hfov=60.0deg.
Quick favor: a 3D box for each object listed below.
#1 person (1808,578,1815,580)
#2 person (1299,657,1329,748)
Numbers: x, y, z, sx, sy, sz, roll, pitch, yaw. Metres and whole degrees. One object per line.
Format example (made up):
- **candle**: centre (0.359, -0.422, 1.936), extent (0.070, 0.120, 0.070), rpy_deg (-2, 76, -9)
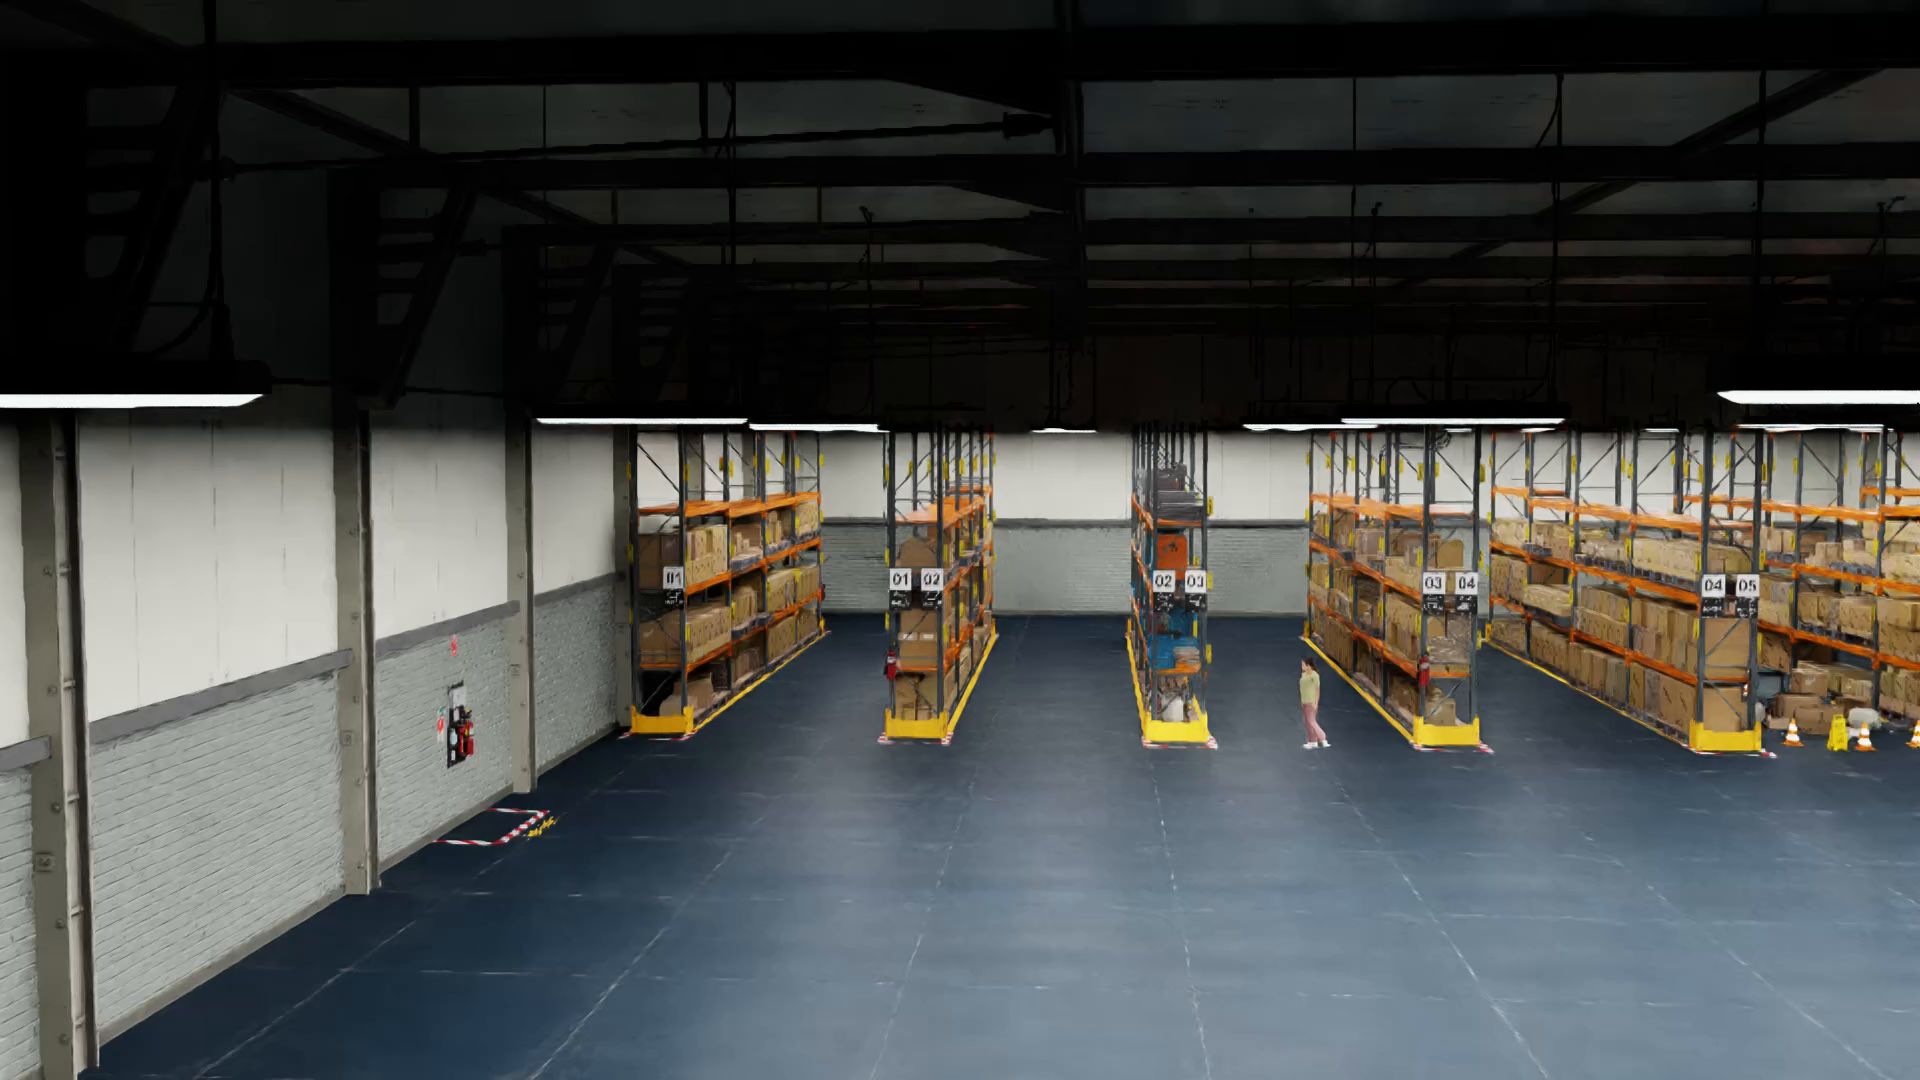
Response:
- **person**: centre (23.542, 1.933, 45.957), extent (0.593, 1.774, 0.696), rpy_deg (-1, 4, -16)
- **person**: centre (6.438, 2.986, 30.293), extent (0.446, 1.617, 0.617), rpy_deg (-2, 4, -27)
